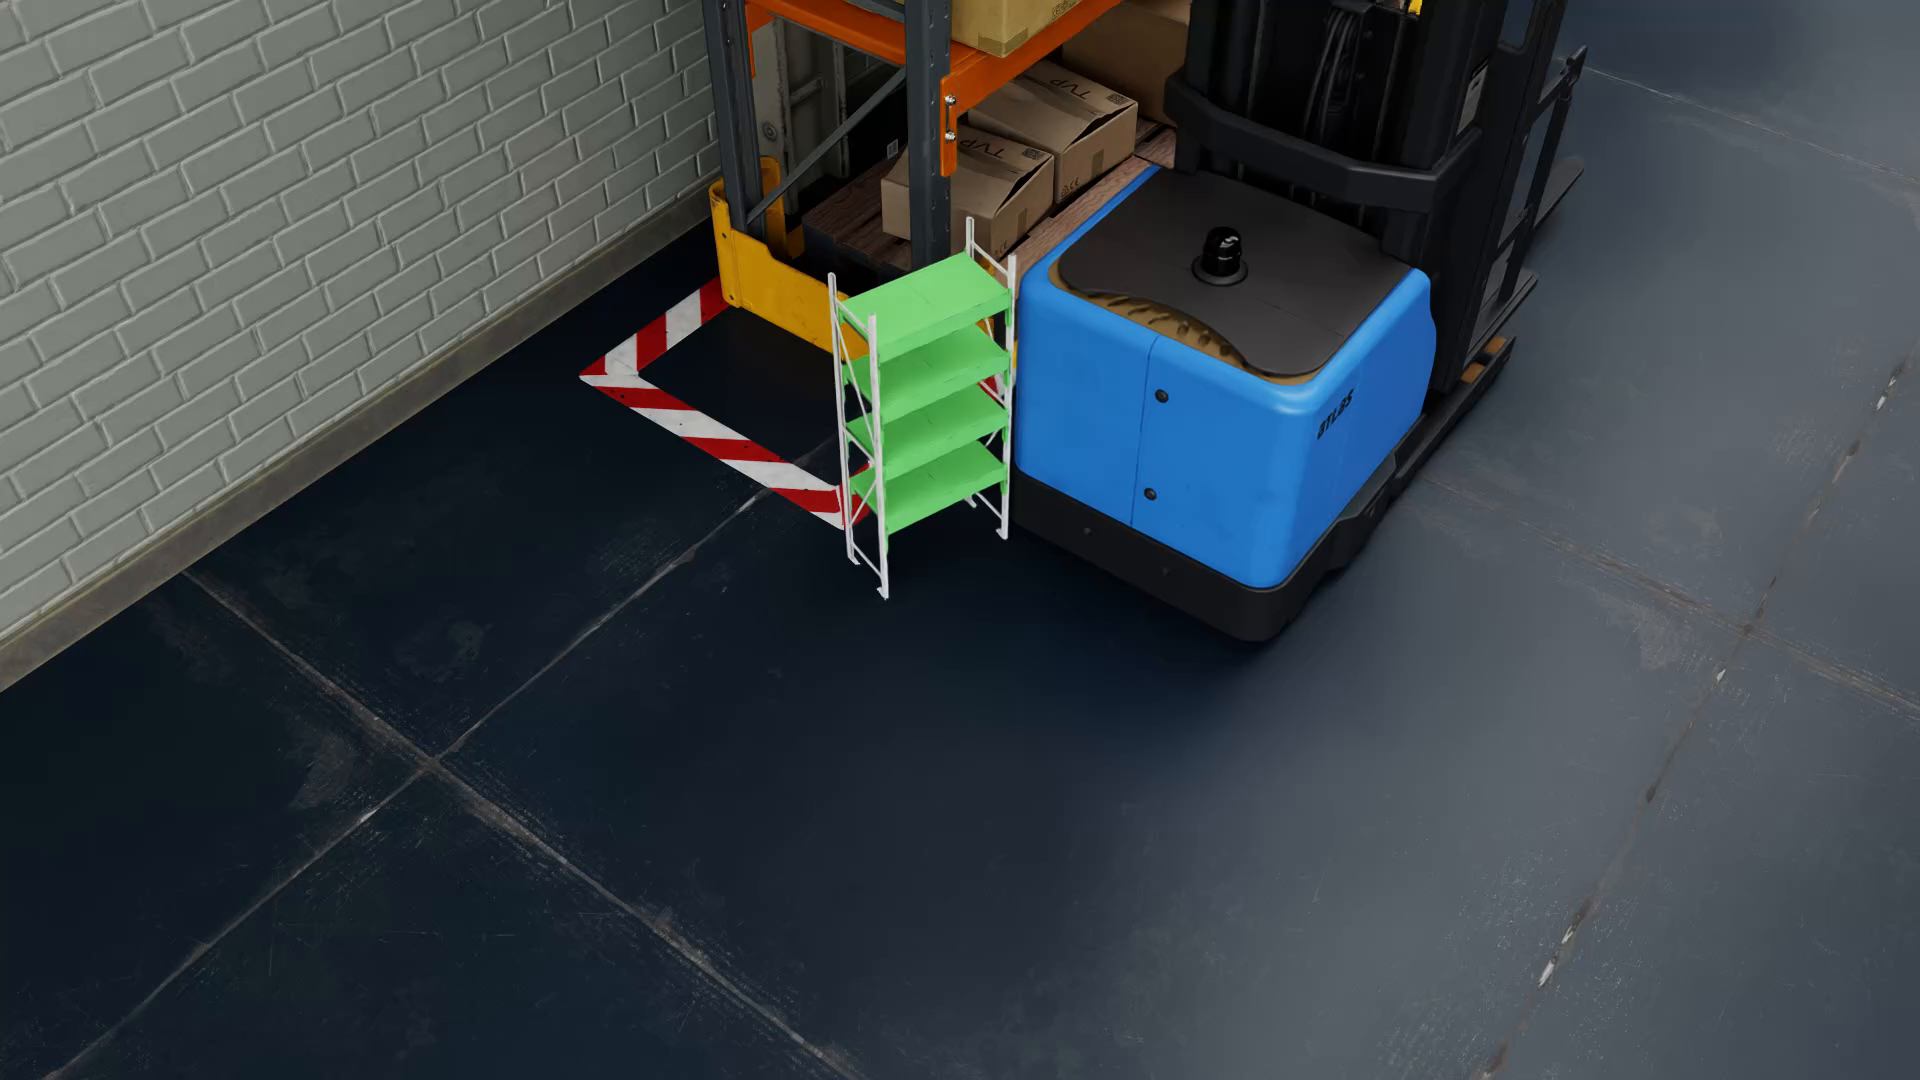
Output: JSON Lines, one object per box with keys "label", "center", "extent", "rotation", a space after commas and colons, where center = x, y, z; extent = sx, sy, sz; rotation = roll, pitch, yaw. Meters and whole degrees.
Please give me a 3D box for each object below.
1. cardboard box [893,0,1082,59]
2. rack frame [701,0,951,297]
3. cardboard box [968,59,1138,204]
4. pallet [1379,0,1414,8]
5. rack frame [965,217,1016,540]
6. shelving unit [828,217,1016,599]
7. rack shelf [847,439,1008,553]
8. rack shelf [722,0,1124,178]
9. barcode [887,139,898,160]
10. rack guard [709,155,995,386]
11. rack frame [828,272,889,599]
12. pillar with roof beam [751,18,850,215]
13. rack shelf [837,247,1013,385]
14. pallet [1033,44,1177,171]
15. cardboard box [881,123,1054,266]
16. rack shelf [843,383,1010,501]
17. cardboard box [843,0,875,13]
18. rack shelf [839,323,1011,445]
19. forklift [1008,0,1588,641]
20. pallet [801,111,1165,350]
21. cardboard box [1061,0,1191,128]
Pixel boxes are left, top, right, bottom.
{"label": "cardboard box", "center": [0.088, -1.907, 5.587], "extent": [0.500, 0.250, 0.500], "rotation": [28, 52, 24]}
{"label": "rack frame", "center": [-0.462, -1.813, 5.408], "extent": [1.000, 3.000, 0.127], "rotation": [29, 53, 25]}
{"label": "cardboard box", "center": [0.381, -1.719, 6.873], "extent": [0.500, 0.311, 0.500], "rotation": [34, 55, 28]}
{"label": "pallet", "center": [1.601, -2.739, 8.220], "extent": [1.003, 0.211, 1.213], "rotation": [29, 53, 25]}
{"label": "rack frame", "center": [0.092, -0.489, 5.387], "extent": [0.015, 1.200, 0.240], "rotation": [-26, 52, -23]}
{"label": "shelving unit", "center": [-0.110, -0.389, 5.292], "extent": [0.503, 1.200, 0.258], "rotation": [-26, 52, -23]}
{"label": "rack shelf", "center": [-0.110, -0.179, 5.512], "extent": [0.480, 0.148, 0.258], "rotation": [-26, 52, -23]}
{"label": "rack shelf", "center": [0.761, -2.709, 6.761], "extent": [1.077, 0.370, 4.000], "rotation": [29, 53, 25]}
{"label": "barcode", "center": [-0.273, -1.583, 6.737], "extent": [0.001, 0.075, 0.075], "rotation": [29, 53, 25]}
{"label": "rack guard", "center": [-0.415, -0.993, 6.353], "extent": [1.175, 0.500, 0.348], "rotation": [29, 53, 25]}
{"label": "rack frame", "center": [-0.311, -0.290, 5.197], "extent": [0.015, 1.200, 0.240], "rotation": [-26, 52, -23]}
{"label": "pillar with roof beam", "center": [2.689, -2.765, 2.168], "extent": [9.100, 9.000, 0.400], "rotation": [29, 53, 25]}
{"label": "rack shelf", "center": [-0.110, -0.677, 4.991], "extent": [0.480, 0.148, 0.258], "rotation": [-26, 52, -23]}
{"label": "pallet", "center": [0.856, -2.038, 7.551], "extent": [1.003, 0.211, 1.213], "rotation": [29, 53, 25]}
{"label": "cardboard box", "center": [0.033, -1.392, 6.561], "extent": [0.500, 0.311, 0.500], "rotation": [24, 51, 21]}
{"label": "rack shelf", "center": [-0.110, -0.345, 5.338], "extent": [0.480, 0.148, 0.258], "rotation": [-26, 52, -23]}
{"label": "cardboard box", "center": [-0.329, -2.121, 5.792], "extent": [0.500, 0.250, 0.500], "rotation": [30, 53, 25]}
{"label": "rack shelf", "center": [-0.110, -0.511, 5.165], "extent": [0.480, 0.148, 0.258], "rotation": [-26, 52, -23]}
{"label": "forklift", "center": [1.445, -1.711, 5.357], "extent": [1.130, 2.935, 3.031], "rotation": [28, 52, 24]}
{"label": "pallet", "center": [0.110, -1.343, 6.887], "extent": [1.003, 0.211, 1.213], "rotation": [29, 53, 25]}
{"label": "cardboard box", "center": [0.869, -2.182, 7.184], "extent": [0.700, 0.500, 0.500], "rotation": [26, 52, 23]}
